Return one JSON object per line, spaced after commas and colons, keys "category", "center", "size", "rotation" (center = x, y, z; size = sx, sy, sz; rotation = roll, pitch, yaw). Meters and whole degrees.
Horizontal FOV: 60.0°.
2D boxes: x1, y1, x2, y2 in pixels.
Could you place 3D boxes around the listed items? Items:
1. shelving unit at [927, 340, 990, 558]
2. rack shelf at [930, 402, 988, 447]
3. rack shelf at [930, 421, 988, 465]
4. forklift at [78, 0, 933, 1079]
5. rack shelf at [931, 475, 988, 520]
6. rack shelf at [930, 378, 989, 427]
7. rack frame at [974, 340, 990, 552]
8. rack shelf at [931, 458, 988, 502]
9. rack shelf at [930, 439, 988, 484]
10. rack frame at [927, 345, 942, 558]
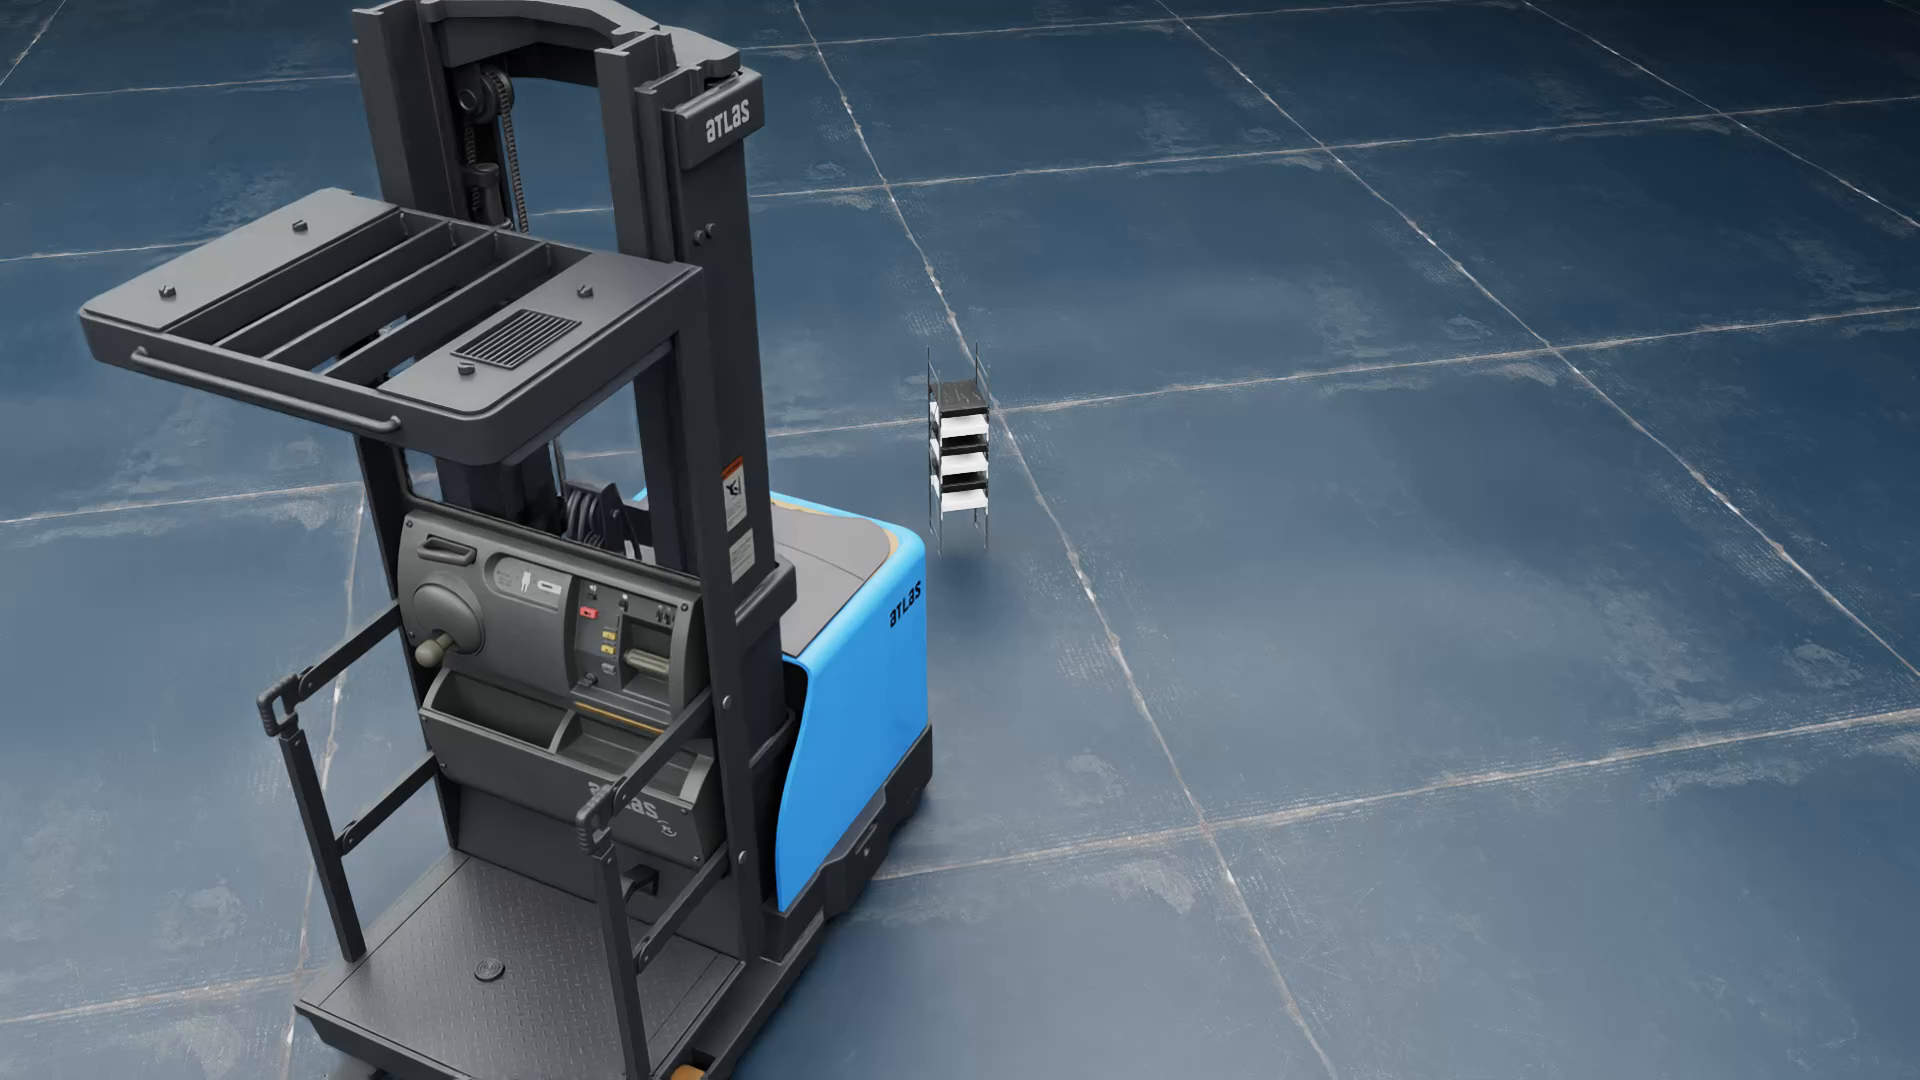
{"category": "shelving unit", "center": [-0.008, -0.373, 6.998], "size": [0.210, 0.900, 0.258], "rotation": [-7, 35, -11]}
{"category": "rack shelf", "center": [-0.008, -0.494, 6.916], "size": [0.200, 0.077, 0.258], "rotation": [-7, 35, -11]}
{"category": "rack shelf", "center": [-0.008, -0.420, 6.966], "size": [0.200, 0.077, 0.258], "rotation": [-7, 35, -11]}
{"category": "forklift", "center": [-1.190, 0.270, 4.217], "size": [1.130, 2.935, 3.031], "rotation": [15, 37, 21]}
{"category": "rack shelf", "center": [-0.008, -0.196, 7.117], "size": [0.200, 0.077, 0.258], "rotation": [-7, 35, -11]}
{"category": "rack shelf", "center": [-0.008, -0.569, 6.866], "size": [0.200, 0.077, 0.258], "rotation": [-7, 35, -11]}
{"category": "rack frame", "center": [0.091, -0.385, 7.016], "size": [0.006, 0.900, 0.240], "rotation": [-7, 35, -11]}
{"category": "rack shelf", "center": [-0.008, -0.270, 7.066], "size": [0.200, 0.077, 0.258], "rotation": [-7, 35, -11]}
{"category": "rack shelf", "center": [-0.008, -0.345, 7.016], "size": [0.200, 0.077, 0.258], "rotation": [-7, 35, -11]}
{"category": "rack frame", "center": [-0.107, -0.360, 6.979], "size": [0.006, 0.900, 0.240], "rotation": [-7, 35, -11]}
